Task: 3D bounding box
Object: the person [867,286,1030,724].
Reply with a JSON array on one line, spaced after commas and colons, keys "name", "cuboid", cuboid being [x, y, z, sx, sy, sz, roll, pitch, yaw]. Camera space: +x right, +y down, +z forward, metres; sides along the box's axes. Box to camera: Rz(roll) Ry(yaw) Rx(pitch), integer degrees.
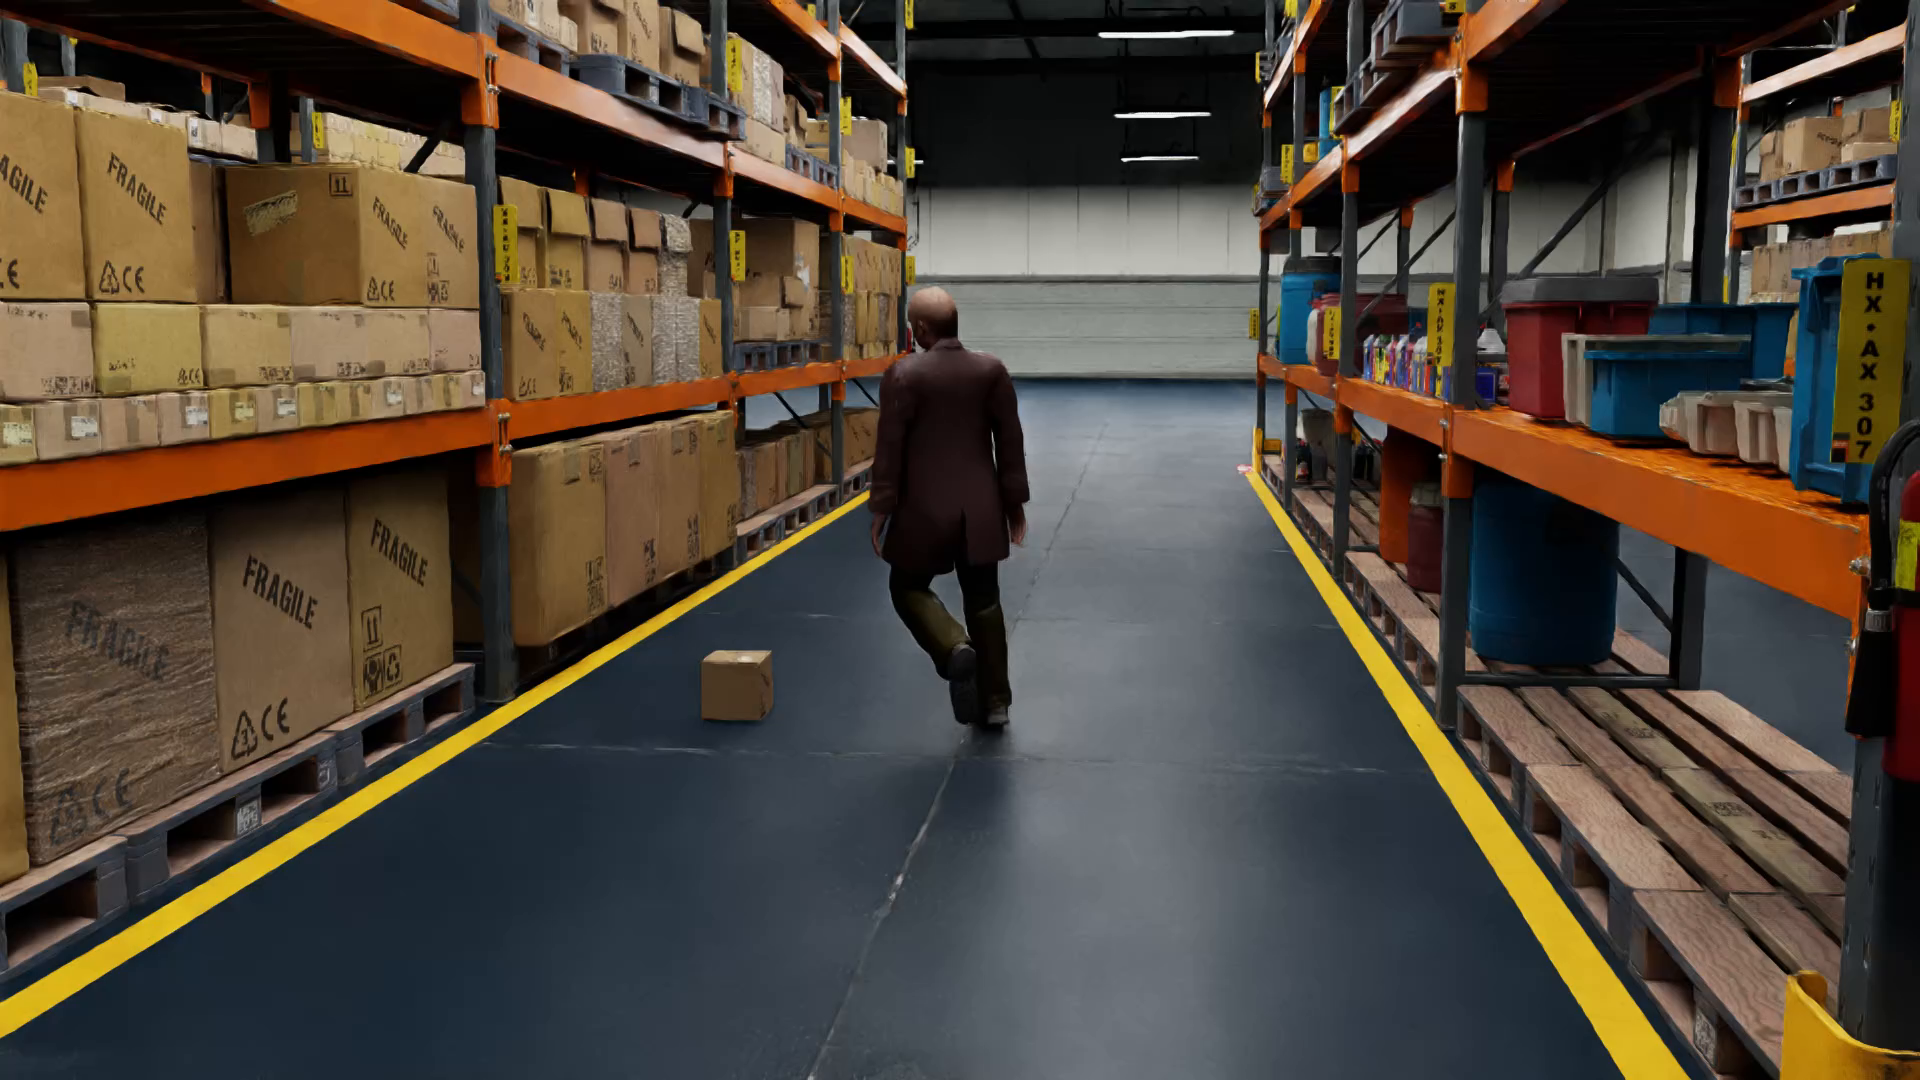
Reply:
[{"name": "person", "cuboid": [-0.042, -0.114, 6.631, 0.676, 1.776, 0.572, -3, 8, -19]}]
